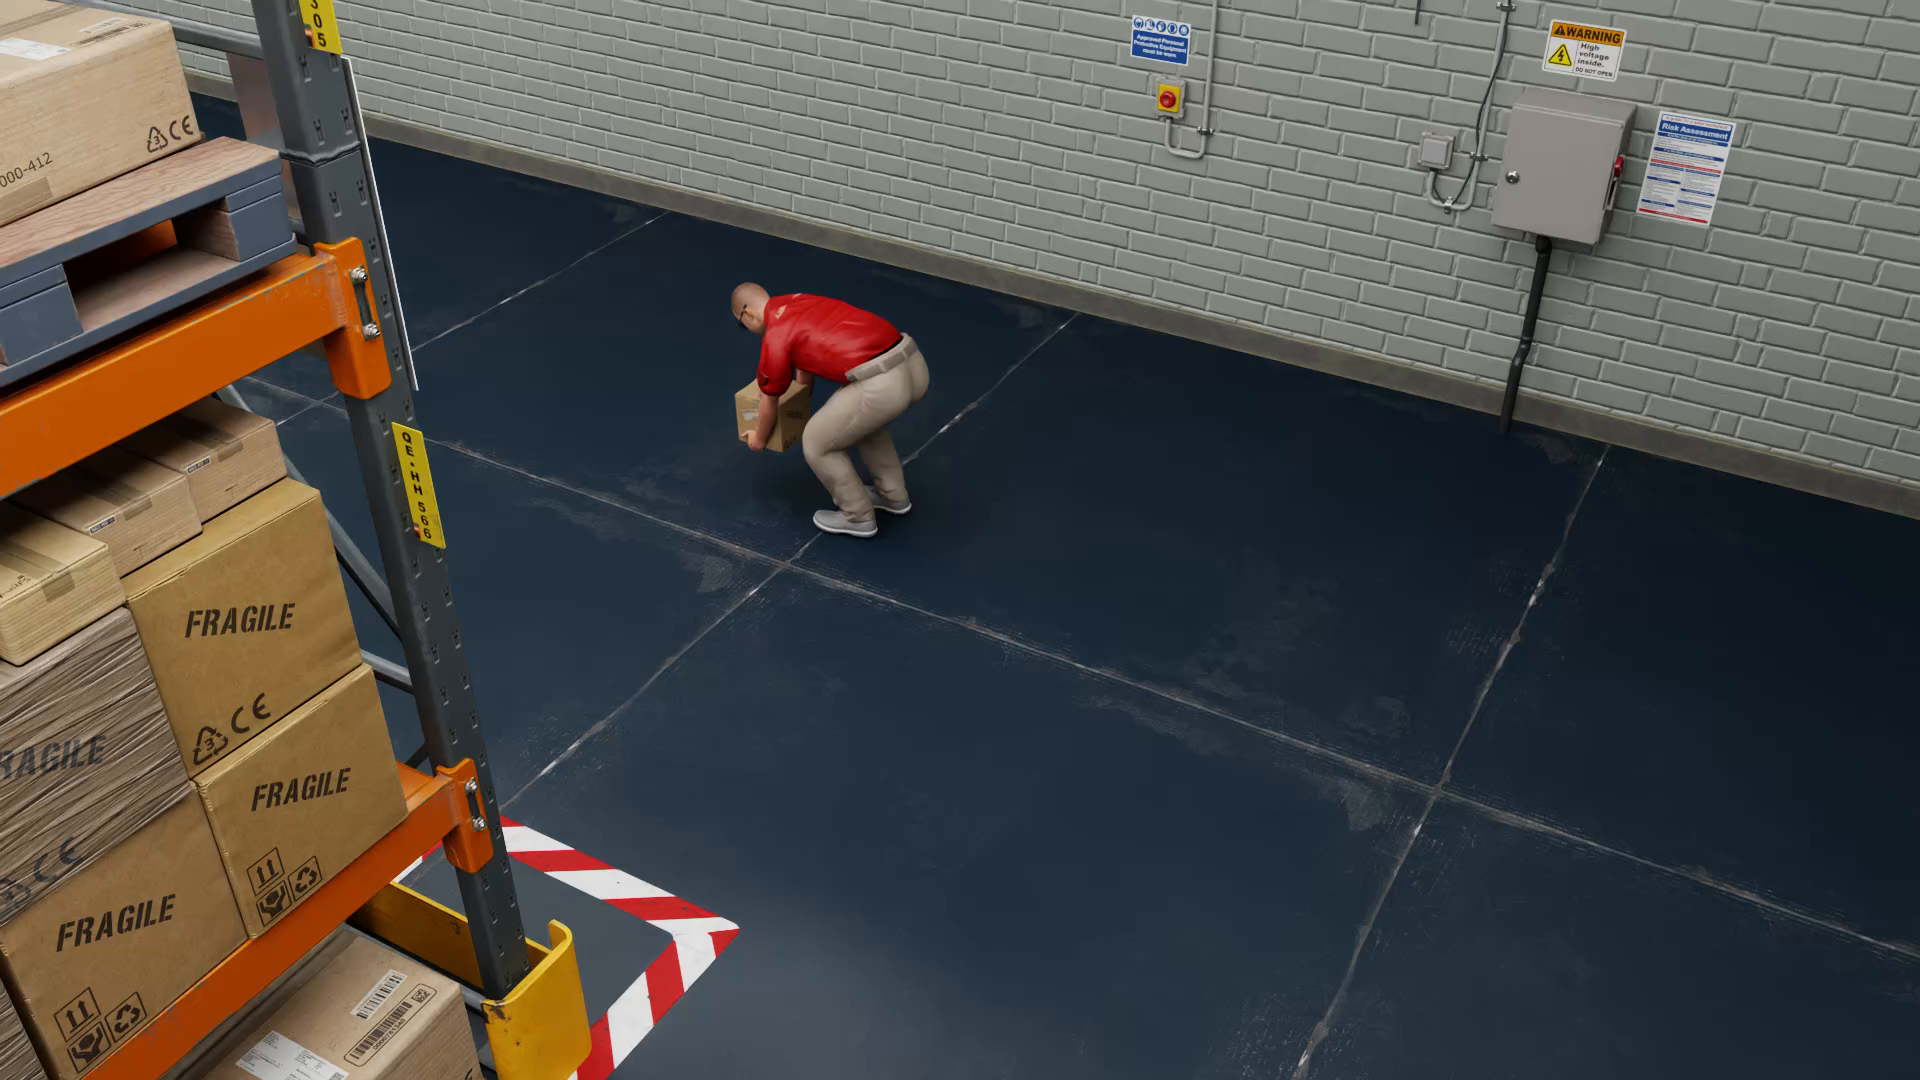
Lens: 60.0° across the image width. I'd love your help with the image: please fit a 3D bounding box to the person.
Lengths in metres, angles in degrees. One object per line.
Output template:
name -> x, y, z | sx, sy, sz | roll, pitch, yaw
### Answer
person -> -0.600, -0.603, 7.618 | 0.941, 1.102, 0.511 | 16, 37, 22
